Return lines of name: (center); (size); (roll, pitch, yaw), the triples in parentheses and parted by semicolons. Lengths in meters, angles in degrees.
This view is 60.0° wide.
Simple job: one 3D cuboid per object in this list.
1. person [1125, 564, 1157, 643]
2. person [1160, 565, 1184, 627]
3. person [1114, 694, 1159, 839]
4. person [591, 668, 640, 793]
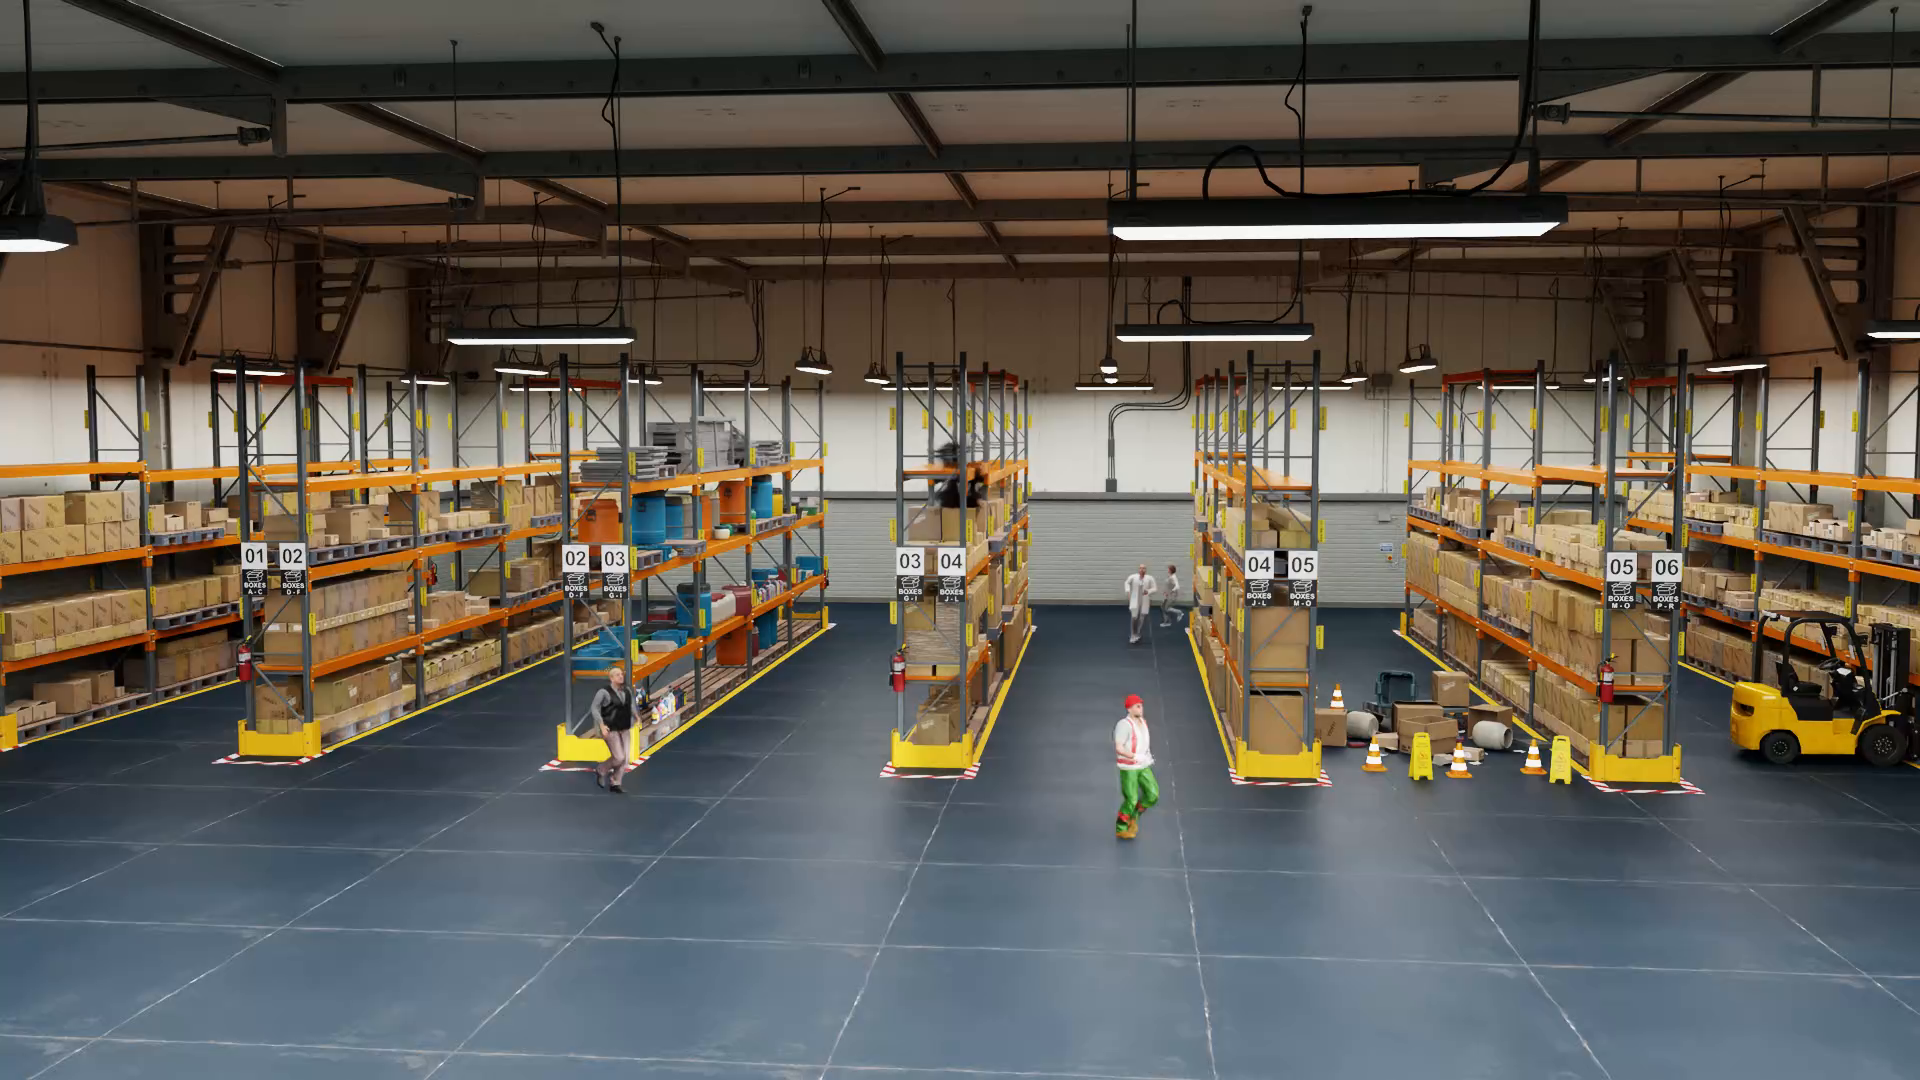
person: (4.120, 1.448, 37.844); (0.733, 1.818, 0.668); (0, 4, 6)
person: (5.203, 1.365, 40.545); (0.555, 1.541, 0.584); (-1, 4, -9)
person: (2.133, 2.705, 19.804); (0.699, 1.743, 0.615); (-4, 6, -44)
person: (-4.630, 2.570, 22.463); (0.576, 1.690, 0.676); (3, 5, 38)
